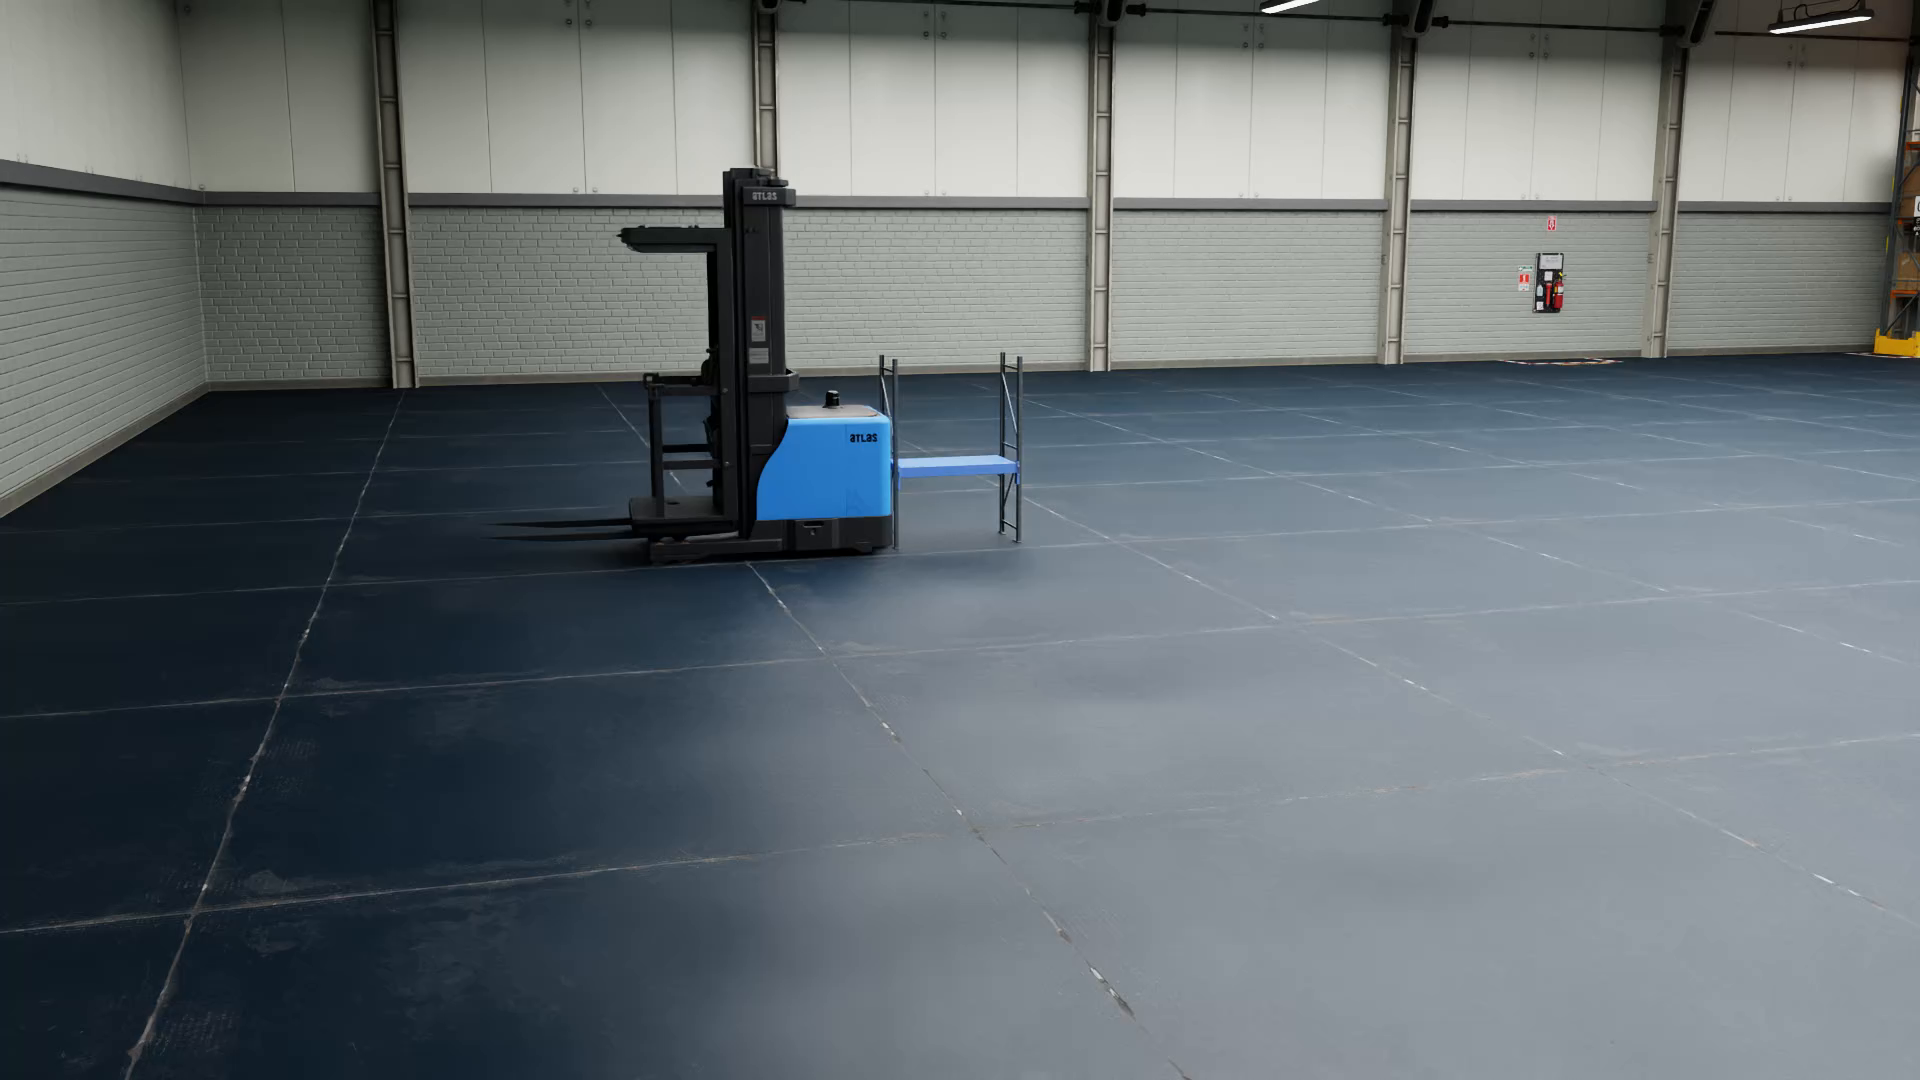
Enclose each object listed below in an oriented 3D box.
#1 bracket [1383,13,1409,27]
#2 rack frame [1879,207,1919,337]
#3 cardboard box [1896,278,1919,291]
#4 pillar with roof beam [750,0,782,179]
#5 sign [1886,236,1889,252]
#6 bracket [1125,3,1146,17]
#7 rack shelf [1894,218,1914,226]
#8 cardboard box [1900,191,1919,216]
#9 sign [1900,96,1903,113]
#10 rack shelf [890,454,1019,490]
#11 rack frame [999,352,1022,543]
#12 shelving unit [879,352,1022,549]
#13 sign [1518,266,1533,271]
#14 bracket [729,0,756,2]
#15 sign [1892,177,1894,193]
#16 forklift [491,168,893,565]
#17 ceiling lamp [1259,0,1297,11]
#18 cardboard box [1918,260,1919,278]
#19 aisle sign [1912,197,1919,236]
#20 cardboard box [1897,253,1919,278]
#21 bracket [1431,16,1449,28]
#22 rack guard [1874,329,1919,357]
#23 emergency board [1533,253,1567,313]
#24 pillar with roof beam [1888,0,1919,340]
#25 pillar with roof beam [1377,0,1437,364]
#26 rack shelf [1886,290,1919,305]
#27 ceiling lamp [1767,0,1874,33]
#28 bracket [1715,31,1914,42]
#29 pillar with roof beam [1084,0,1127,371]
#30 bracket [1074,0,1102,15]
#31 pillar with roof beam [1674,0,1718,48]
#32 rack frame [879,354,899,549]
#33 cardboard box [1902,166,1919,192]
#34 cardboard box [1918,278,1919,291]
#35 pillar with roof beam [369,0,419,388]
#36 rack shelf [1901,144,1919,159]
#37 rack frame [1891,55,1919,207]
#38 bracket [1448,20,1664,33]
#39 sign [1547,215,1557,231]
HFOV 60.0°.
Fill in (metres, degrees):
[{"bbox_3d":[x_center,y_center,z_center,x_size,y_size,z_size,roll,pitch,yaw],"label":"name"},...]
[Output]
[{"bbox_3d":[7.970,-9.512,30.418,0.430,0.232,0.235,-3,11,-16],"label":"bracket"},{"bbox_3d":[19.361,-5.295,34.026,0.127,3.000,1.000,-3,11,-16],"label":"rack frame"},{"bbox_3d":[19.756,-5.289,34.350,0.500,0.250,0.500,-3,11,-15],"label":"cardboard box"},{"bbox_3d":[-2.049,-6.469,23.830,0.548,9.000,9.100,-3,11,-16],"label":"pillar with roof beam"},{"bbox_3d":[19.225,-6.118,34.422,0.005,0.325,0.100,-3,11,-16],"label":"sign"},{"bbox_3d":[3.006,-9.250,28.997,0.430,0.232,0.235,-3,11,-16],"label":"bracket"},{"bbox_3d":[21.281,-6.518,34.370,4.000,0.370,1.077,-3,11,-16],"label":"rack shelf"},{"bbox_3d":[19.691,-6.895,34.098,0.500,0.500,0.500,-2,11,-12],"label":"cardboard box"},{"bbox_3d":[19.225,-8.881,33.914,0.005,0.325,0.100,-3,11,-16],"label":"sign"},{"bbox_3d":[-0.077,-0.557,13.421,1.000,0.185,0.538,-3,11,-16],"label":"rack shelf"},{"bbox_3d":[0.412,-0.759,13.525,0.032,1.500,0.500,-3,11,-16],"label":"rack frame"},{"bbox_3d":[-0.077,-0.734,13.388,1.048,1.500,0.538,-3,11,-16],"label":"shelving unit"},{"bbox_3d":[11.094,-5.326,32.630,0.331,0.109,0.001,-3,11,-16],"label":"sign"},{"bbox_3d":[-3.551,-8.905,27.120,0.430,0.232,0.235,-3,11,-16],"label":"bracket"},{"bbox_3d":[19.225,-7.304,34.204,0.005,0.325,0.100,-3,11,-16],"label":"sign"},{"bbox_3d":[-2.097,-1.358,12.825,3.031,2.935,1.130,-2,11,-12],"label":"forklift"},{"bbox_3d":[4.830,-9.599,24.596,0.800,3.144,2.000,-3,11,-16],"label":"ceiling lamp"},{"bbox_3d":[19.903,-5.572,33.818,0.500,0.500,0.500,-3,11,-16],"label":"cardboard box"},{"bbox_3d":[19.376,-6.518,33.488,0.004,0.787,0.394,-3,11,-16],"label":"aisle sign"},{"bbox_3d":[19.754,-5.661,34.300,0.500,0.500,0.500,-3,11,-17],"label":"cardboard box"},{"bbox_3d":[8.767,-9.554,30.647,0.430,0.232,0.235,-3,11,-16],"label":"bracket"},{"bbox_3d":[19.434,-4.070,34.273,0.348,0.500,1.175,-3,11,-16],"label":"rack guard"},{"bbox_3d":[11.647,-5.059,32.743,0.643,1.169,0.194,-3,11,-16],"label":"emergency board"},{"bbox_3d":[20.995,-7.683,30.427,0.548,9.000,9.100,-3,11,-16],"label":"pillar with roof beam"},{"bbox_3d":[9.473,-7.076,27.129,0.548,9.000,9.100,-3,11,-16],"label":"pillar with roof beam"},{"bbox_3d":[21.281,-5.043,34.641,4.000,0.370,1.077,-3,11,-16],"label":"rack shelf"},{"bbox_3d":[14.000,-10.062,27.225,0.800,3.185,2.000,-3,11,-16],"label":"ceiling lamp"},{"bbox_3d":[17.002,-9.988,33.004,4.783,0.066,0.076,-3,11,-16],"label":"bracket"},{"bbox_3d":[3.712,-6.772,25.479,0.548,9.000,9.100,-3,11,-16],"label":"pillar with roof beam"},{"bbox_3d":[2.209,-9.208,28.769,0.430,0.232,0.235,-3,11,-16],"label":"bracket"},{"bbox_3d":[15.287,-10.303,28.053,0.548,2.987,8.718,-3,11,-16],"label":"pillar with roof beam"},{"bbox_3d":[-0.566,-0.708,13.252,0.032,1.500,0.500,-3,11,-16],"label":"rack frame"},{"bbox_3d":[19.702,-7.389,34.019,0.500,0.500,0.500,-3,11,-13],"label":"cardboard box"},{"bbox_3d":[19.918,-5.201,33.872,0.500,0.250,0.500,-3,11,-18],"label":"cardboard box"},{"bbox_3d":[-7.810,-6.165,22.181,0.548,9.000,9.100,-3,11,-16],"label":"pillar with roof beam"},{"bbox_3d":[21.281,-7.992,34.098,4.000,0.370,1.077,-3,11,-16],"label":"rack shelf"},{"bbox_3d":[19.361,-8.246,33.483,0.127,3.000,1.000,-3,11,-16],"label":"rack frame"},{"bbox_3d":[11.241,-9.684,31.355,4.783,0.066,0.076,-3,11,-16],"label":"bracket"},{"bbox_3d":[11.611,-6.216,32.625,0.199,0.298,0.001,-3,11,-16],"label":"sign"}]
